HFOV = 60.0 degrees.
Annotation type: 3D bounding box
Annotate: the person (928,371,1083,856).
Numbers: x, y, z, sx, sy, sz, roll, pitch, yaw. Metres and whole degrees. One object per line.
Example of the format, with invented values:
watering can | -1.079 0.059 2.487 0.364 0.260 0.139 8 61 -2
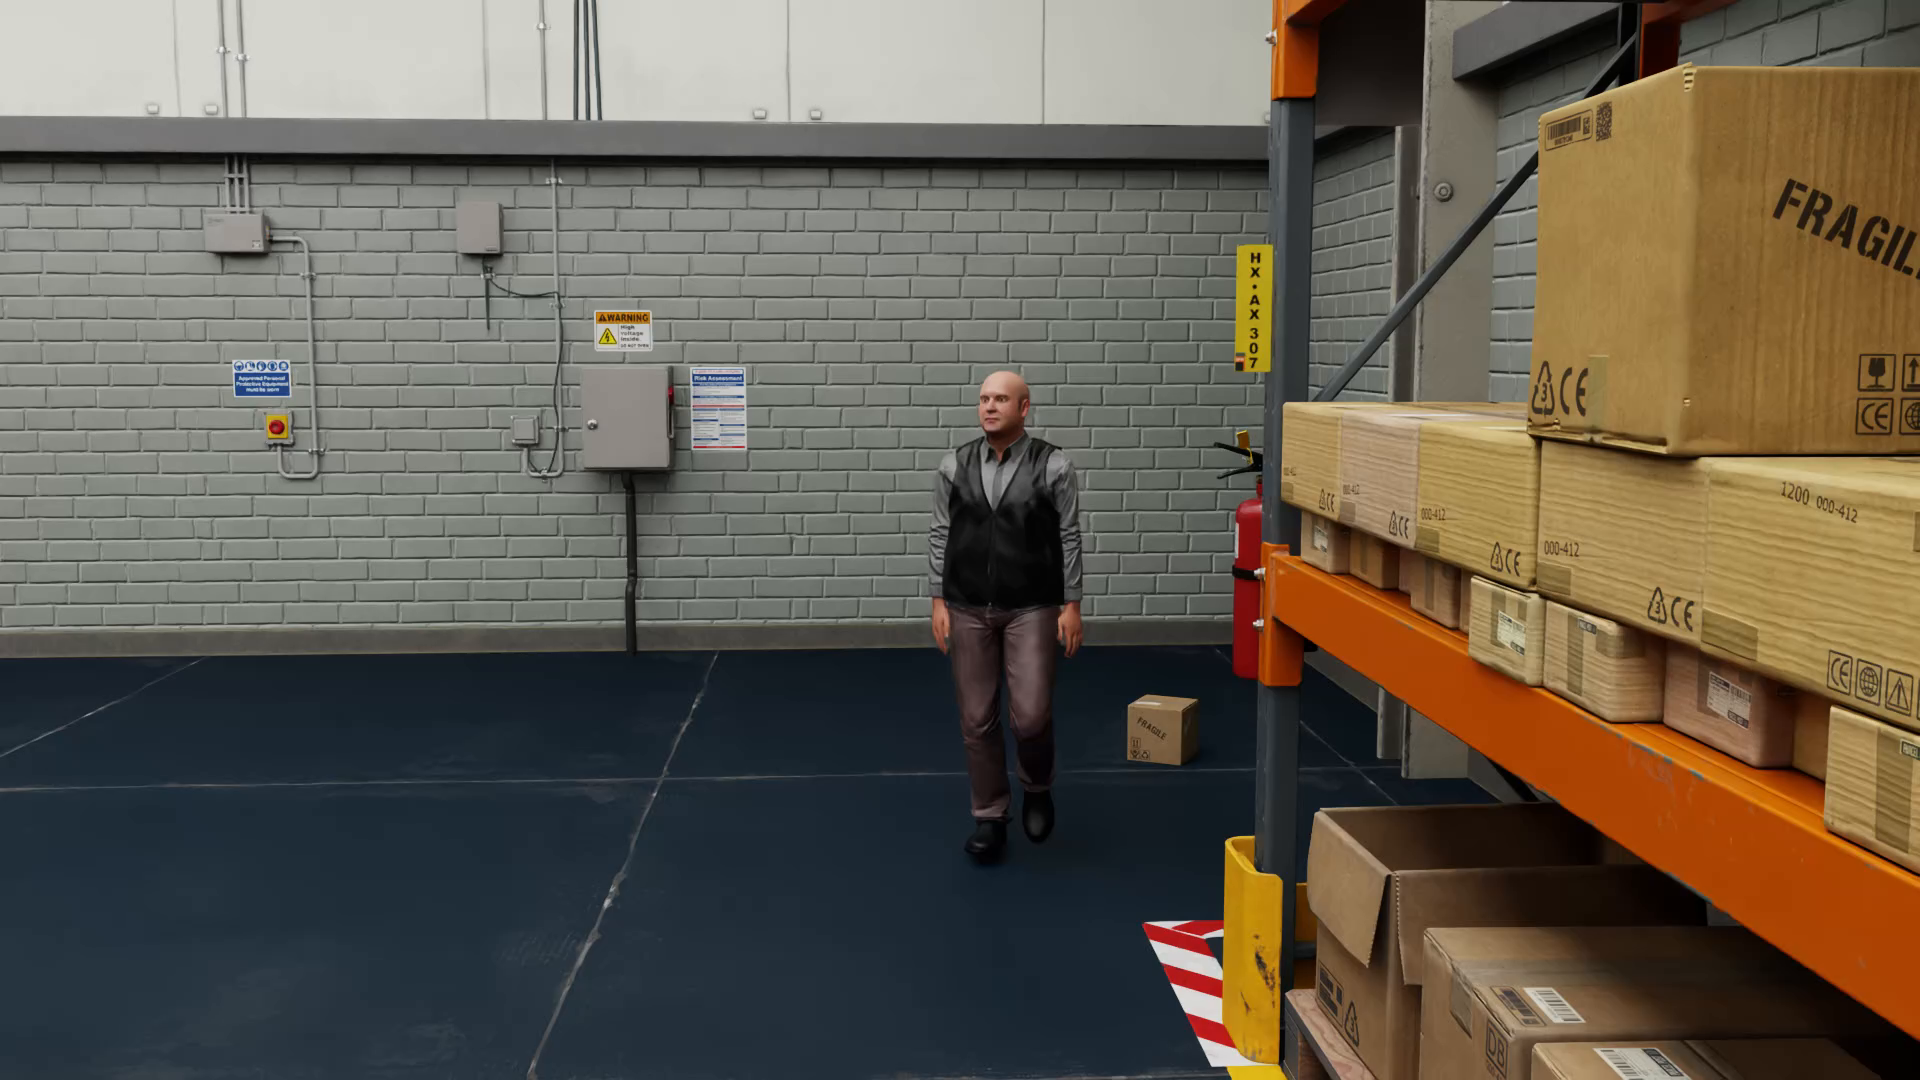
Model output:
person | 0.143 0.263 5.902 0.564 1.716 0.472 2 7 17
